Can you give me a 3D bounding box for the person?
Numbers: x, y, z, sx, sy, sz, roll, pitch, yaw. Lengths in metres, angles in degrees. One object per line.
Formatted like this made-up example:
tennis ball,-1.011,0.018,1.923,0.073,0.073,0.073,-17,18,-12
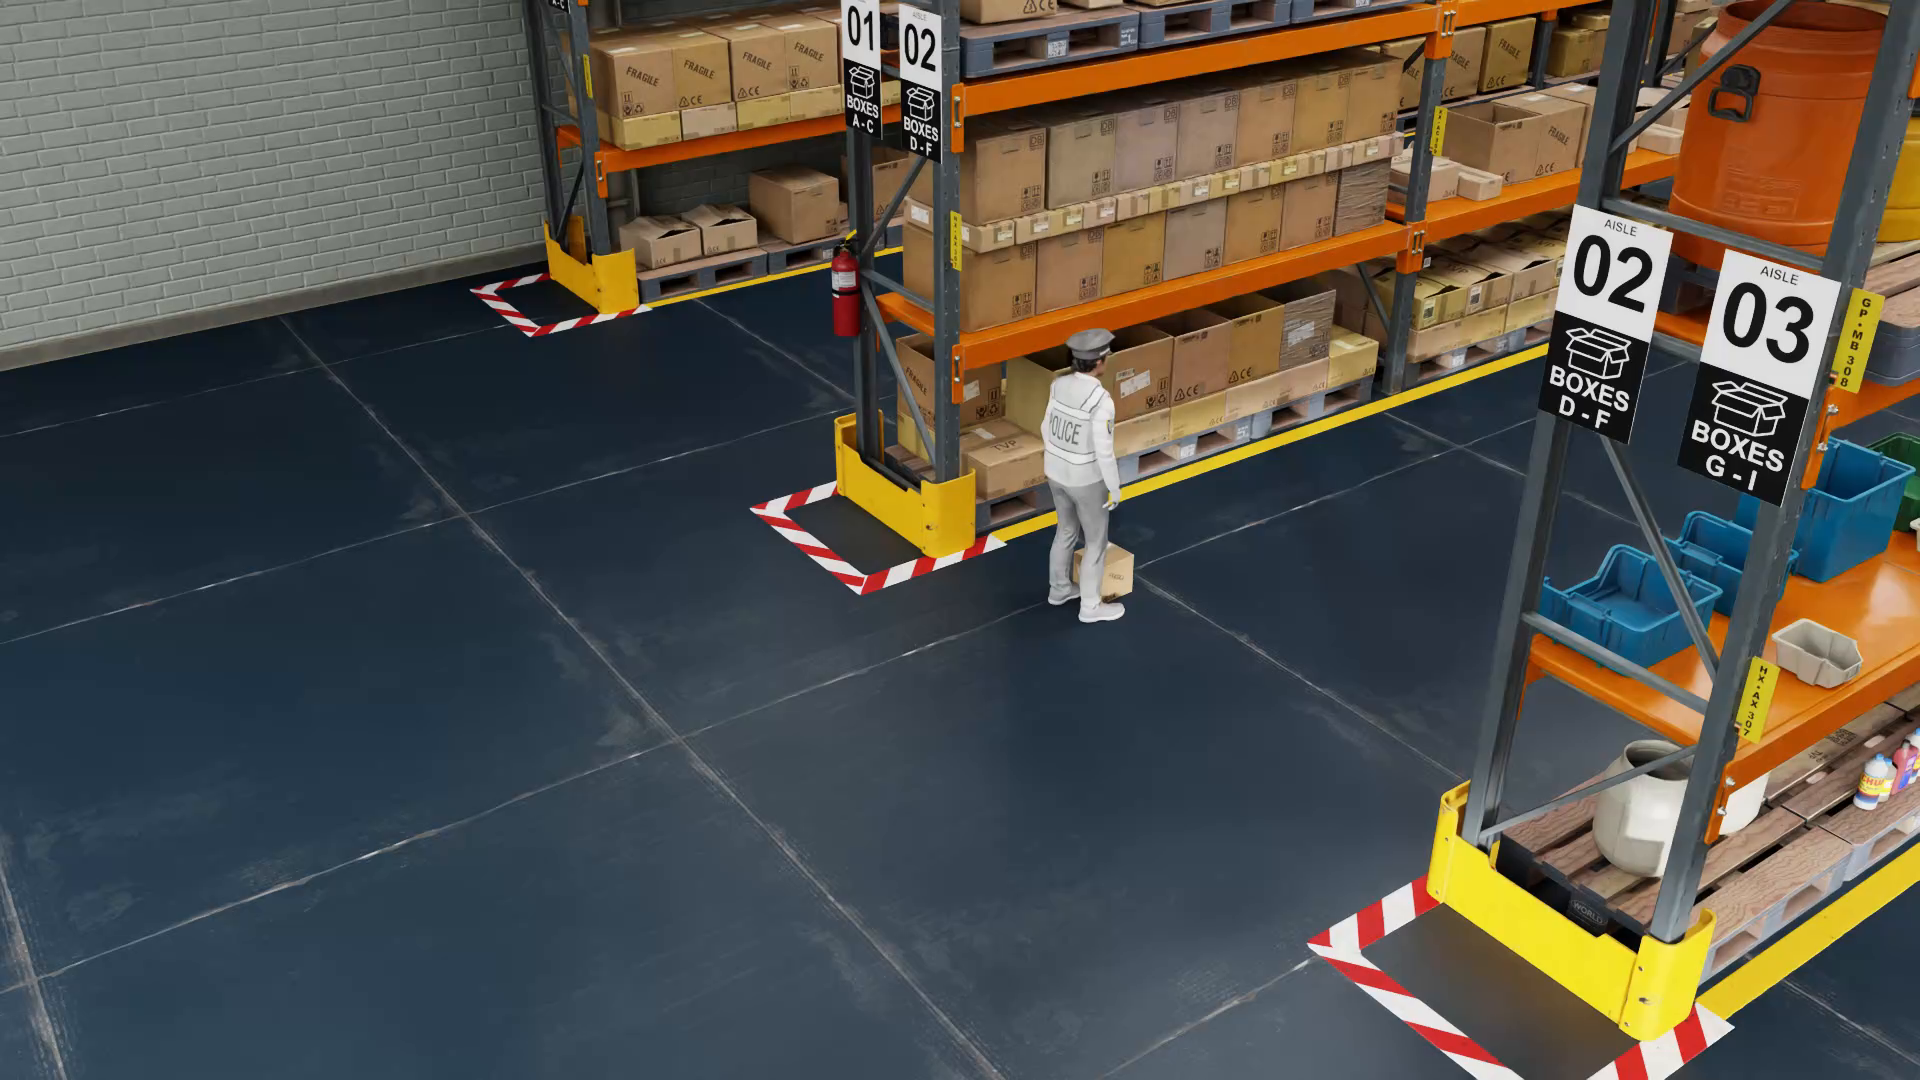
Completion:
person,0.673,-0.352,9.262,0.375,1.663,0.540,-21,35,-34
